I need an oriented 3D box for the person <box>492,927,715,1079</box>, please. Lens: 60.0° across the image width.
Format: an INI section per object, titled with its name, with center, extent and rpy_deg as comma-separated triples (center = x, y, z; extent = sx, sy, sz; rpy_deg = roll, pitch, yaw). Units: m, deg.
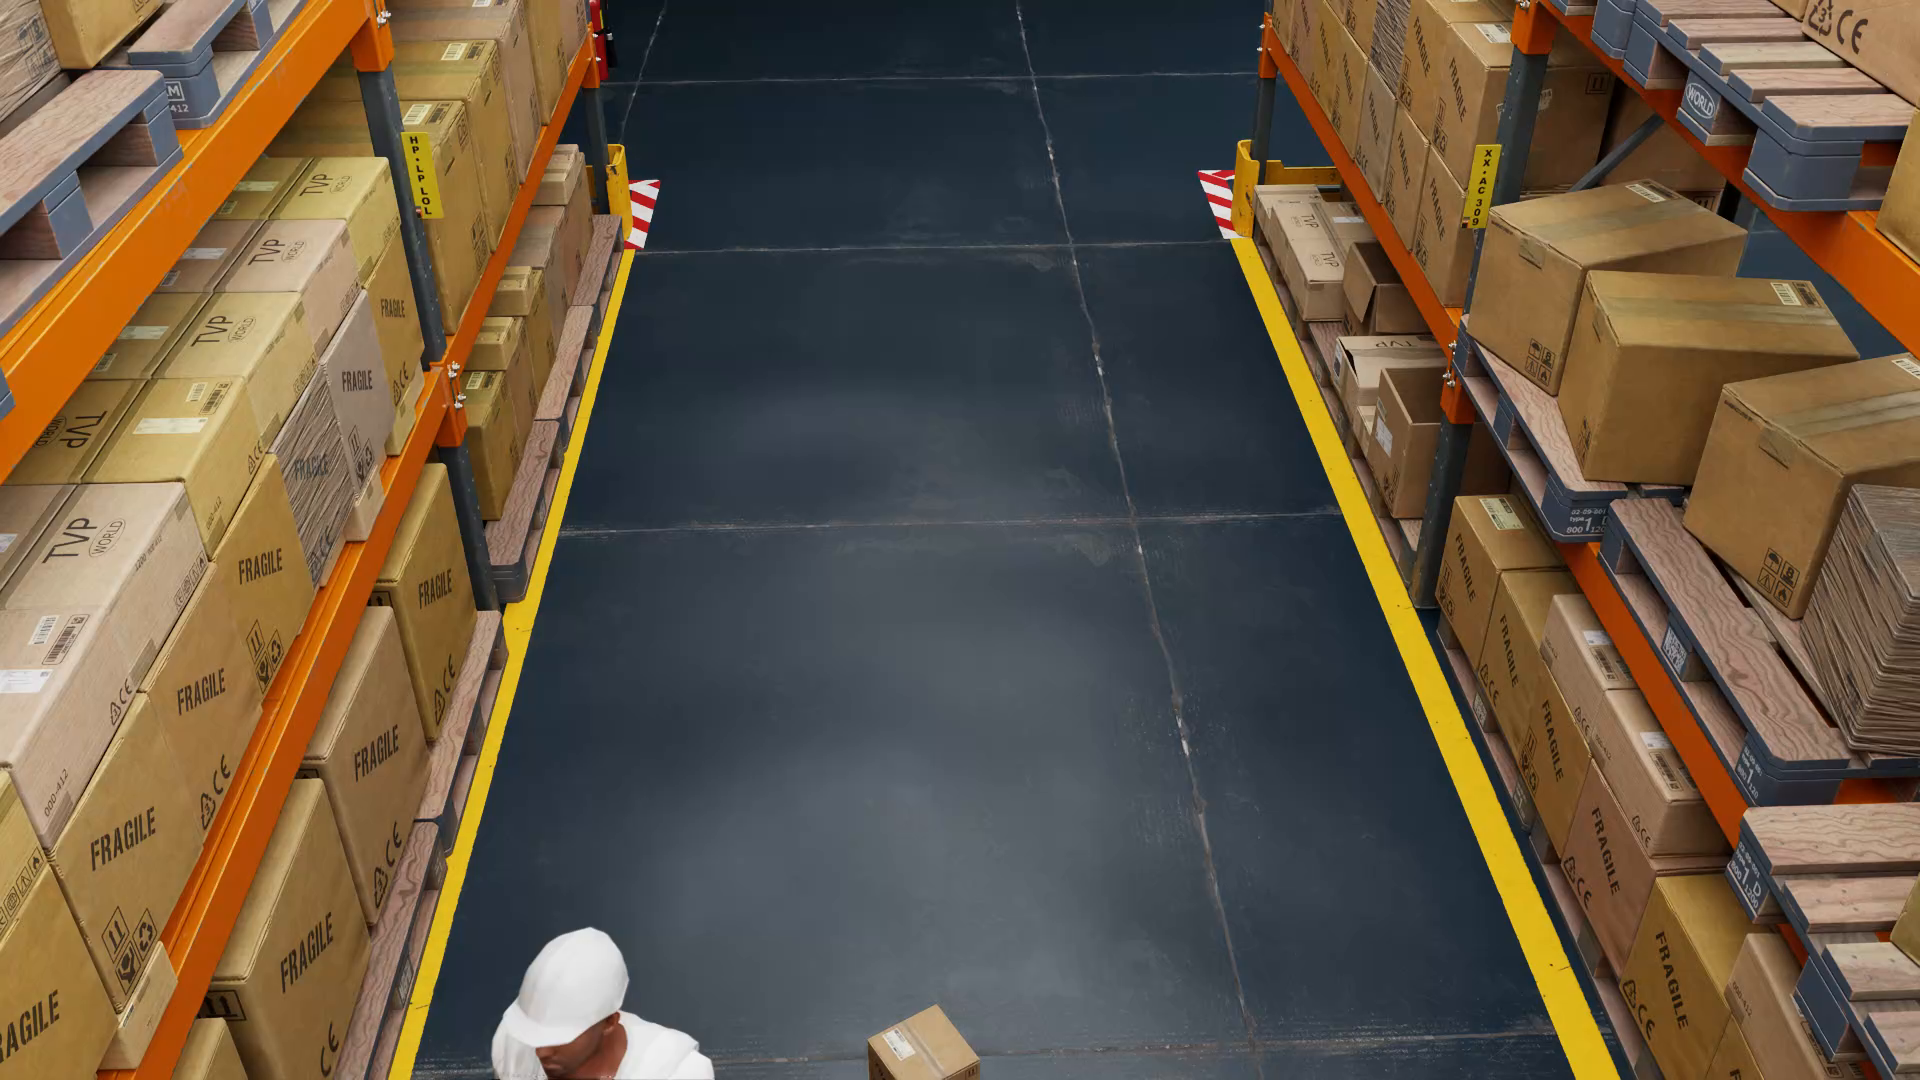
[person]
center = -0.815, 1.582, 3.865
extent = 0.554, 1.771, 0.386
rpy_deg = 10, 36, 13
